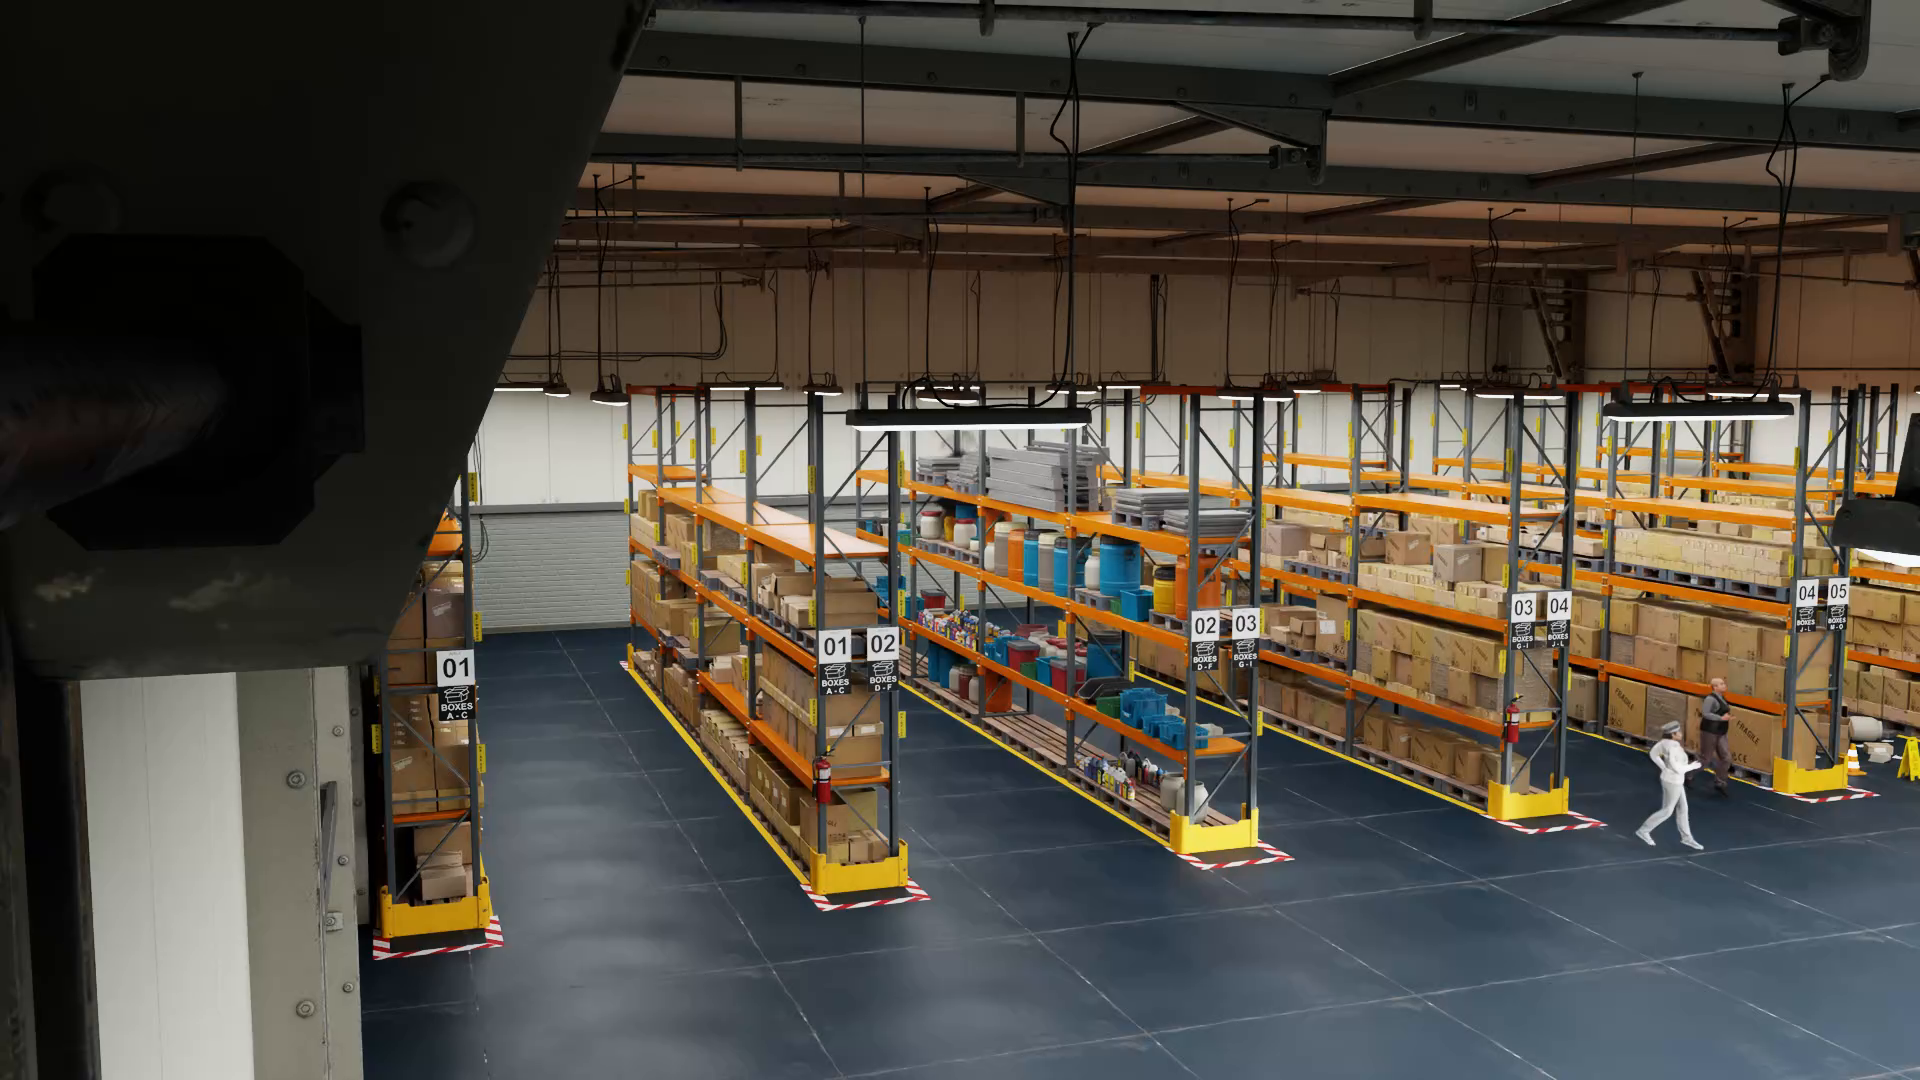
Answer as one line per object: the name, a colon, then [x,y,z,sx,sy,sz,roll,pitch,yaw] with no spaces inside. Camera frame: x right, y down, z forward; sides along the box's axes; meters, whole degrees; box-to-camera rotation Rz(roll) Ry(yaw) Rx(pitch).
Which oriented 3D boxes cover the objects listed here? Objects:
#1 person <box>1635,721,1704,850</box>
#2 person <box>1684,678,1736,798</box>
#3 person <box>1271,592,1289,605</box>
person: [9.347,3.215,21.835,0.855,1.708,0.605,2,6,16]
person: [11.188,2.930,24.792,0.670,1.791,0.746,-6,8,-43]
person: [7.942,1.179,41.276,0.887,1.774,0.709,3,7,26]
